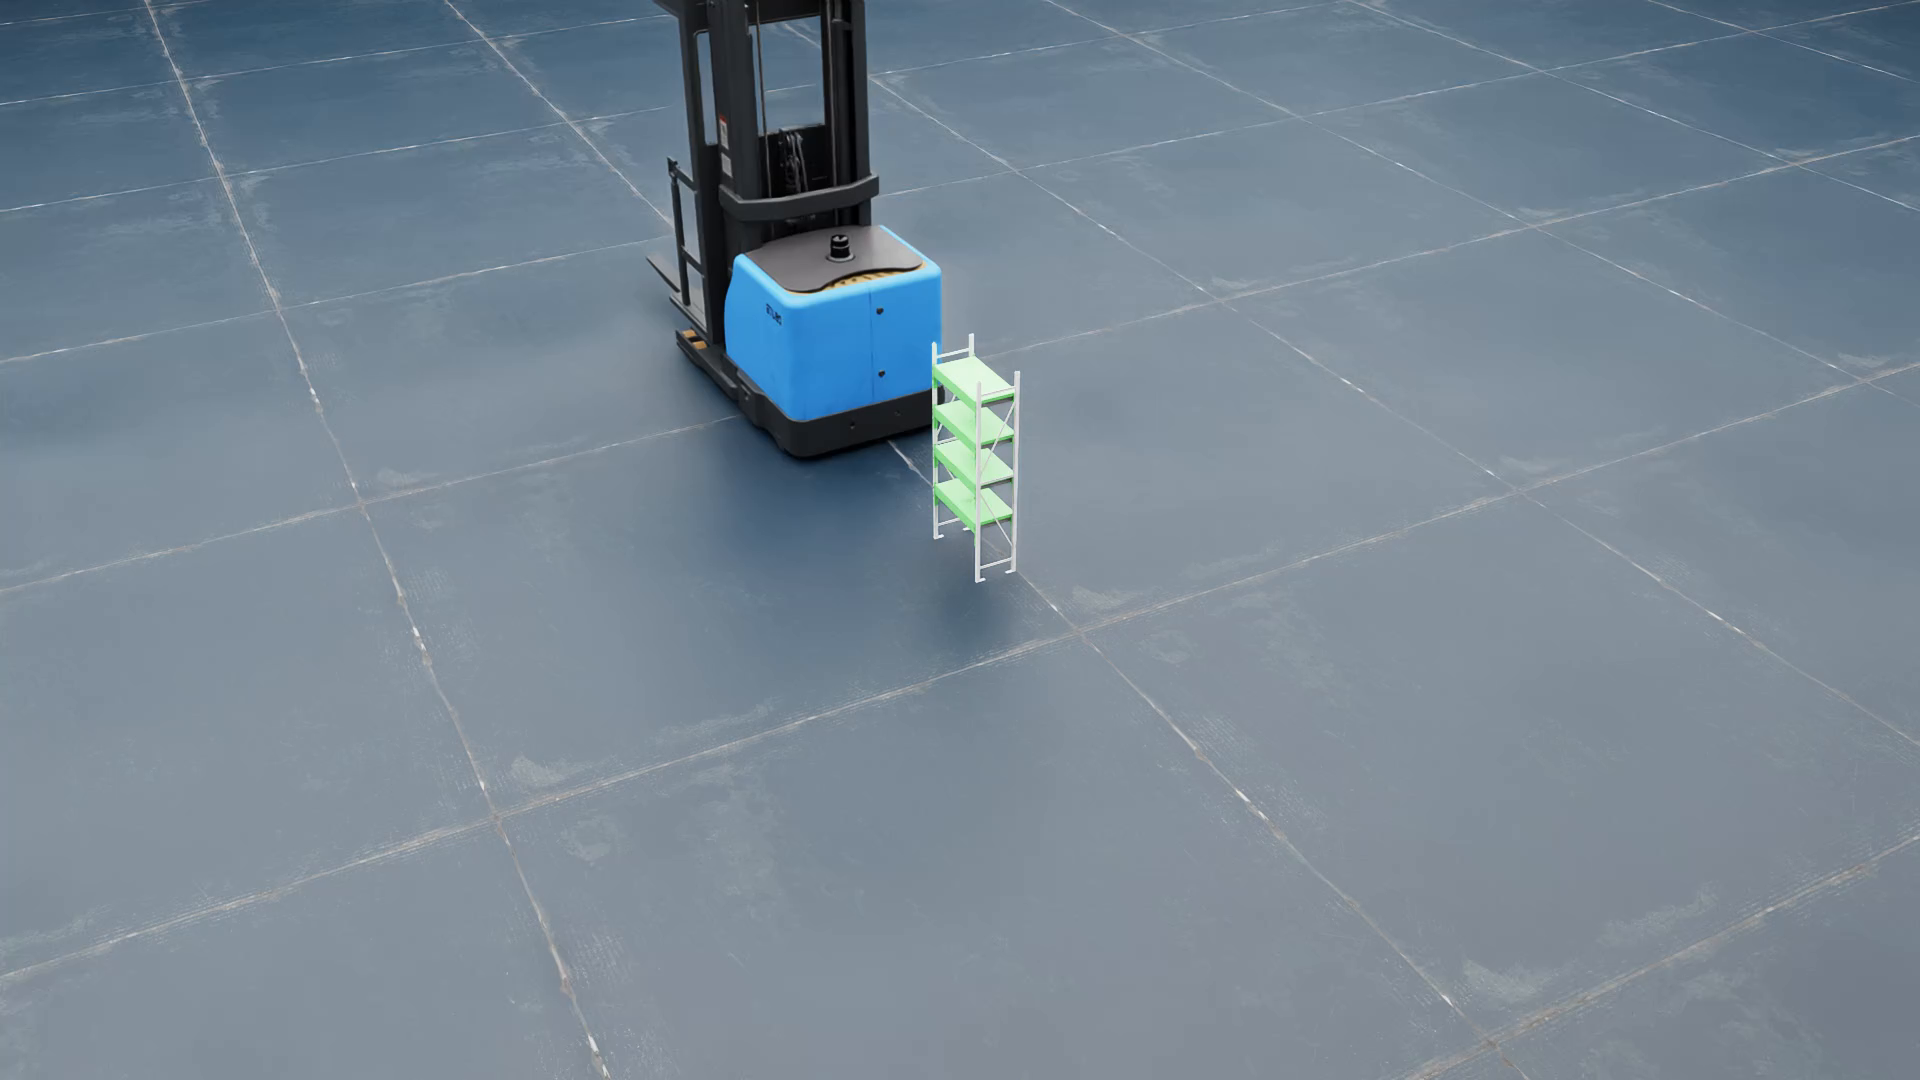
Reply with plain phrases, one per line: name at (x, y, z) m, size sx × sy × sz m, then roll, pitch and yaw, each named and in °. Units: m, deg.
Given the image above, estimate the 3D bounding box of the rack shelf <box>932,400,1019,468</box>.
rack shelf at (0.077, -0.574, 8.708) m, size 0.258 × 0.148 × 0.480 m, roll -16°, pitch 36°, yaw -23°

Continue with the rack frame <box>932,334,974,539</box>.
rack frame at (-0.037, -0.543, 8.985) m, size 0.240 × 1.200 × 0.015 m, roll -16°, pitch 36°, yaw -23°

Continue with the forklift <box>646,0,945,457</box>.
forklift at (-1.251, -2.498, 10.432) m, size 1.130 × 2.935 × 3.031 m, roll -17°, pitch 36°, yaw -24°

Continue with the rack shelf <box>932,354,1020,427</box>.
rack shelf at (0.077, -0.777, 8.579) m, size 0.258 × 0.148 × 0.480 m, roll -16°, pitch 36°, yaw -23°

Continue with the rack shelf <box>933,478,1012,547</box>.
rack shelf at (0.077, -0.170, 8.967) m, size 0.258 × 0.148 × 0.480 m, roll -16°, pitch 36°, yaw -23°

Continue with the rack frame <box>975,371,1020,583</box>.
rack frame at (0.191, -0.310, 8.621) m, size 0.240 × 1.200 × 0.015 m, roll -16°, pitch 36°, yaw -23°

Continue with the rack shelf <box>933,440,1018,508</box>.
rack shelf at (0.077, -0.372, 8.837) m, size 0.258 × 0.148 × 0.480 m, roll -16°, pitch 36°, yaw -23°

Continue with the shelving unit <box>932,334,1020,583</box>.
shelving unit at (0.077, -0.426, 8.803) m, size 0.258 × 1.200 × 0.503 m, roll -16°, pitch 36°, yaw -23°
